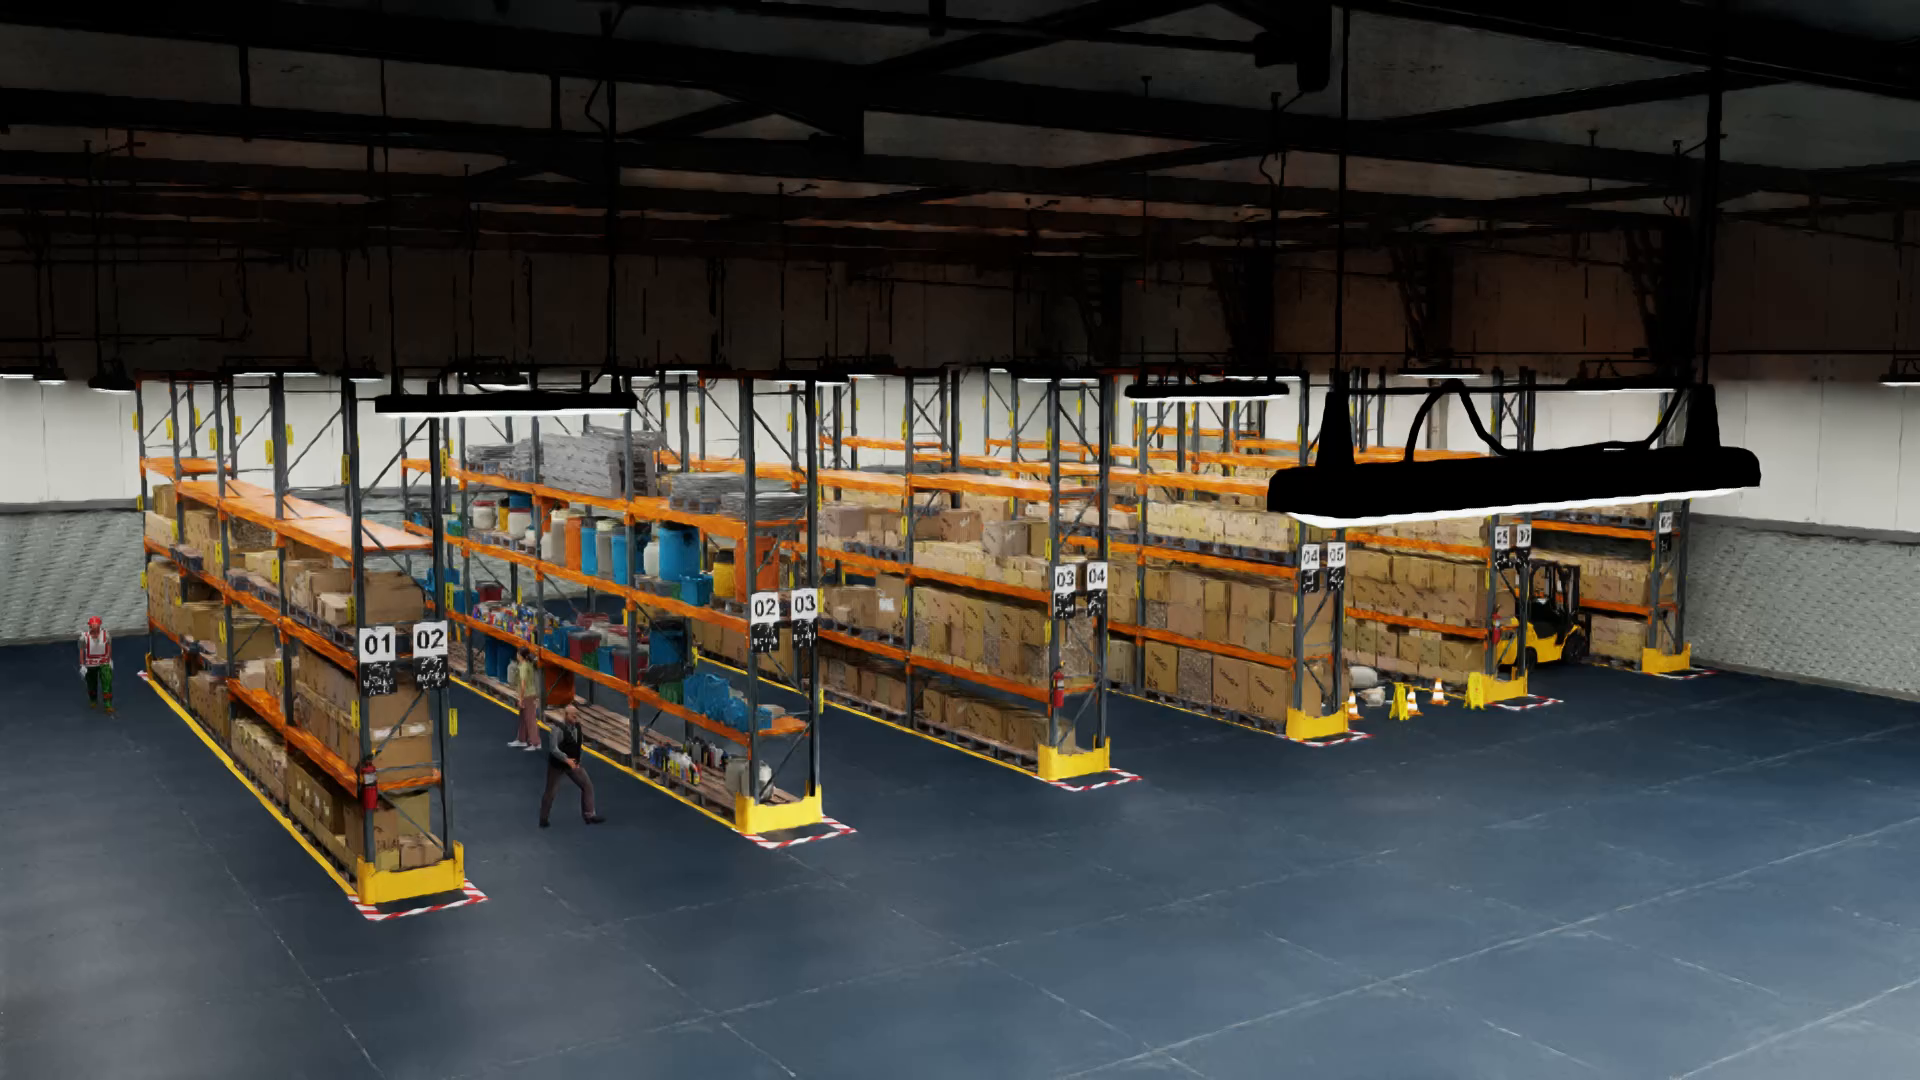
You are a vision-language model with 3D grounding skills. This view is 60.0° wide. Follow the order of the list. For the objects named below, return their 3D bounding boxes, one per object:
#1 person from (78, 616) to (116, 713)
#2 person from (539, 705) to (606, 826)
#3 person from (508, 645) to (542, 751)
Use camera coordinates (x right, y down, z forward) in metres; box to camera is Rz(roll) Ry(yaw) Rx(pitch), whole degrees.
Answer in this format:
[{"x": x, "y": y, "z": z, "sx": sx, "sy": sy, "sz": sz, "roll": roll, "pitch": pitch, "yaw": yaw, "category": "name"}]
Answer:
[{"x": -15.193, "y": 2.168, "z": 29.266, "sx": 0.553, "sy": 1.709, "sz": 1.123, "roll": -4, "pitch": 8, "yaw": -31, "category": "person"}, {"x": -5.262, "y": 3.088, "z": 22.207, "sx": 0.810, "sy": 1.479, "sz": 0.667, "roll": 5, "pitch": 8, "yaw": 37, "category": "person"}, {"x": -6.961, "y": 2.498, "z": 26.504, "sx": 0.569, "sy": 1.668, "sz": 0.559, "roll": -1, "pitch": 6, "yaw": -5, "category": "person"}]
